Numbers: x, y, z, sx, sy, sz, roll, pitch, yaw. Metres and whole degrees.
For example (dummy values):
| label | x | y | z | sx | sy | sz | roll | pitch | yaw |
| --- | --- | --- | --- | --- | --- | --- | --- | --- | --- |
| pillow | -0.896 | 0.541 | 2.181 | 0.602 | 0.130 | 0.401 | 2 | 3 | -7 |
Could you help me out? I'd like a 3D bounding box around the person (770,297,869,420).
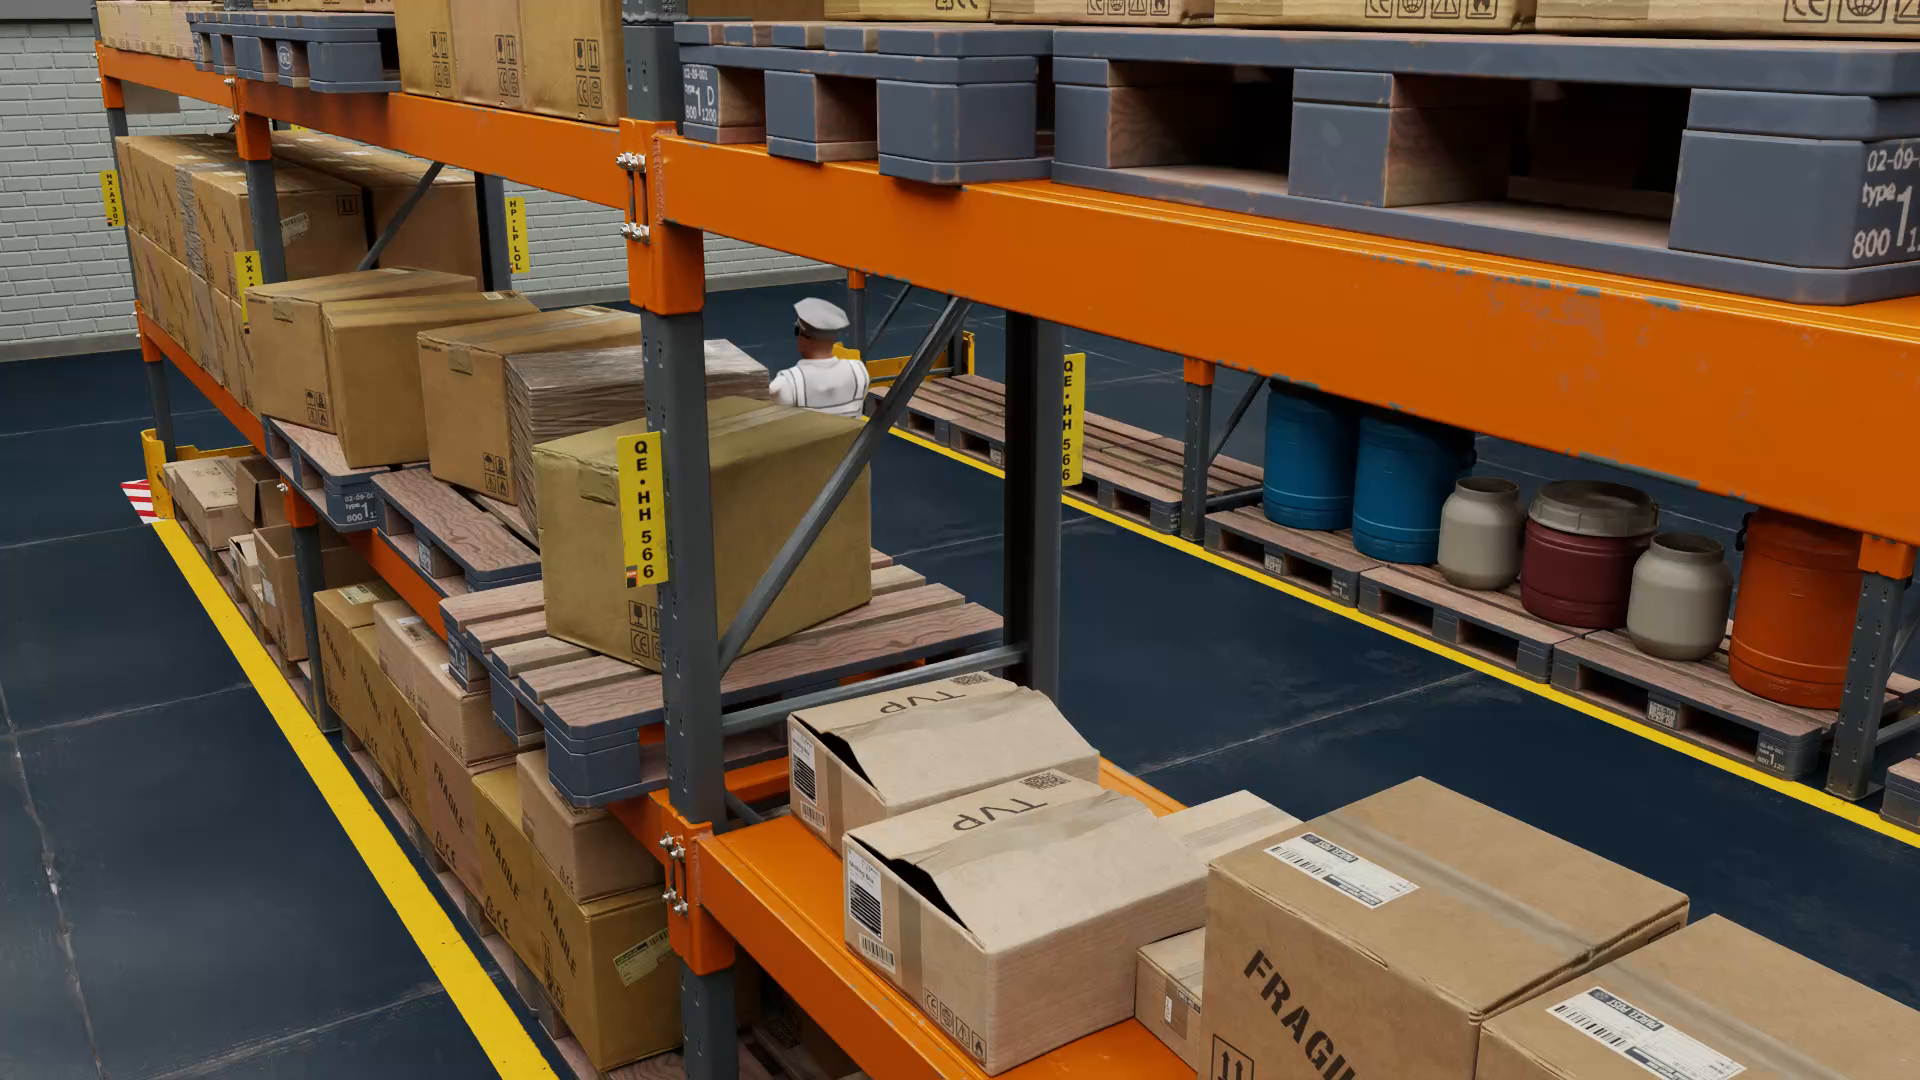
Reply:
| label | x | y | z | sx | sy | sz | roll | pitch | yaw |
| --- | --- | --- | --- | --- | --- | --- | --- | --- | --- |
| person | -0.713 | -0.284 | 7.903 | 0.494 | 1.762 | 0.565 | -11 | 21 | -30 |
